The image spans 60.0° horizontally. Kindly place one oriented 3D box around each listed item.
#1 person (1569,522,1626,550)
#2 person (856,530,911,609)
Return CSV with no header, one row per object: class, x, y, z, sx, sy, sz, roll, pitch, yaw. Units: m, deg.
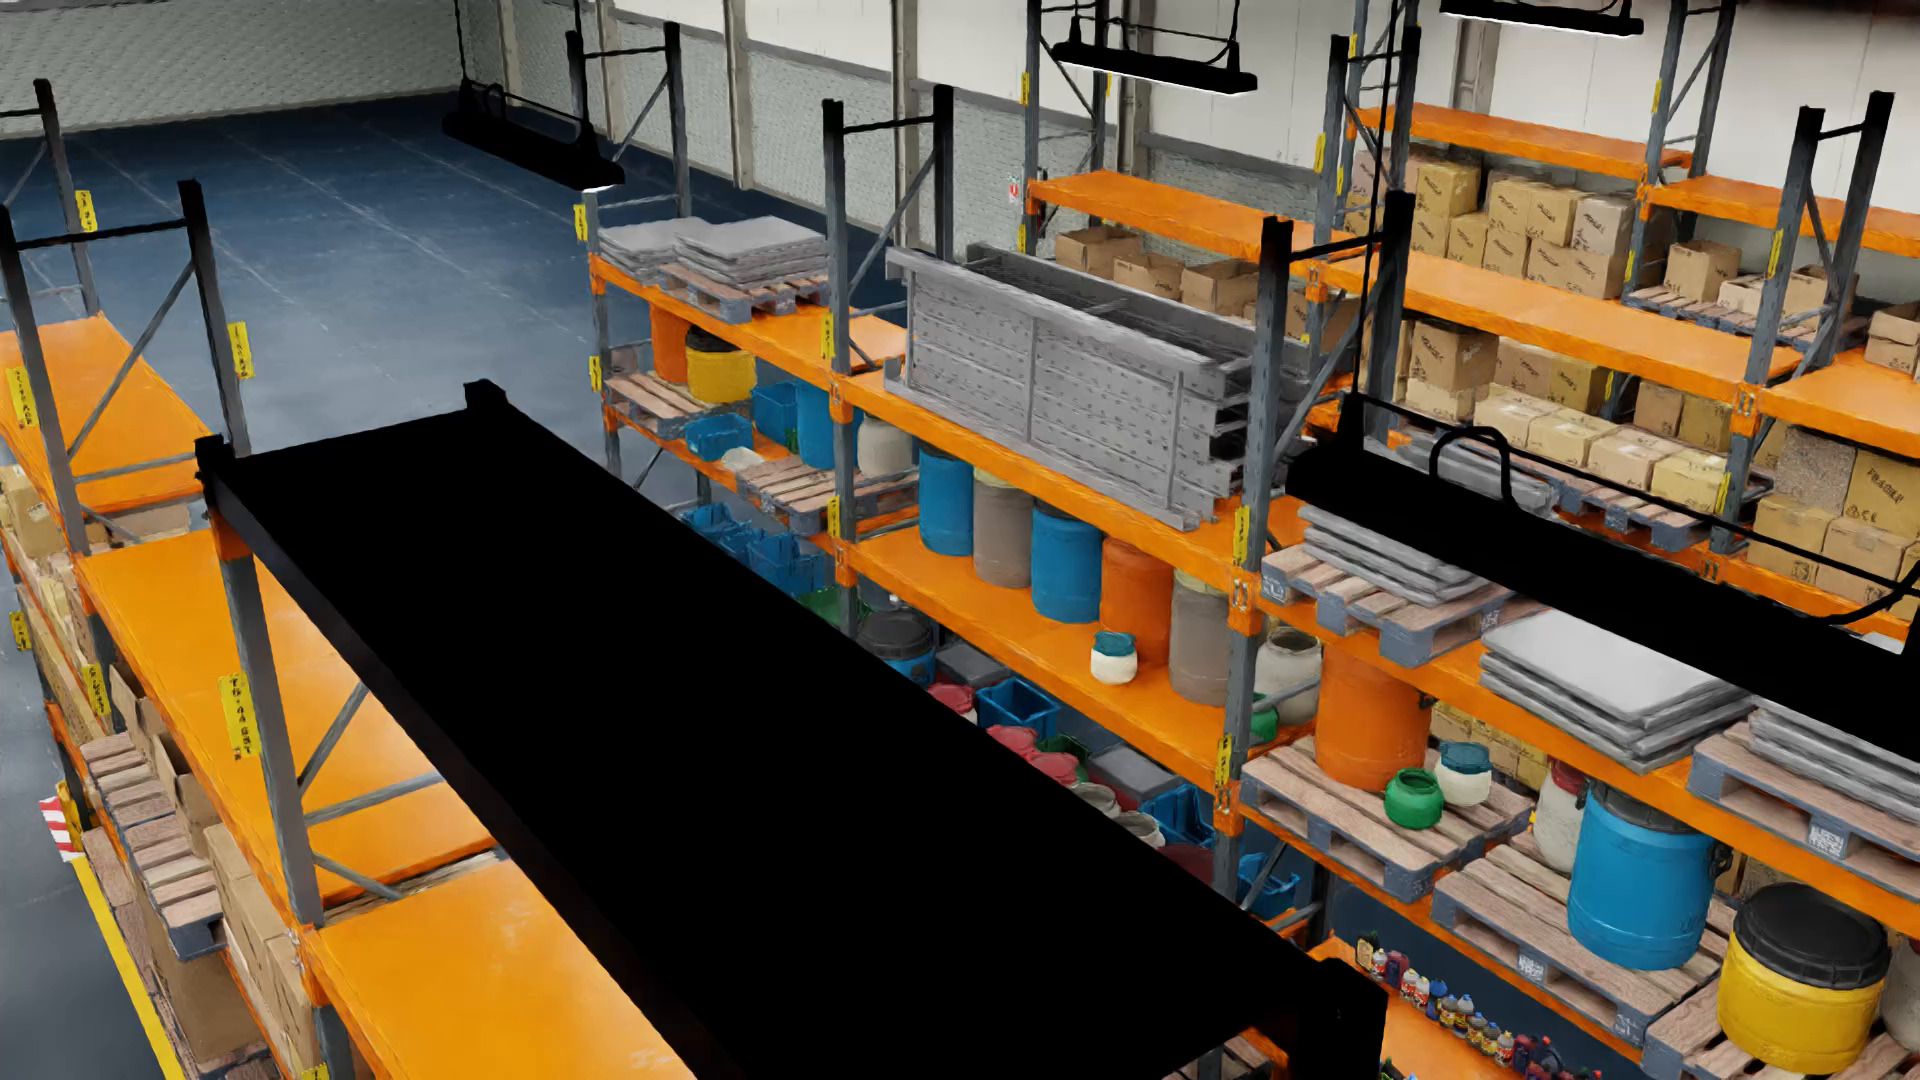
person,6.632,-0.014,17.105,0.822,1.591,0.622,17,30,33
person,-0.919,-0.084,17.127,0.771,1.702,0.678,14,28,28
